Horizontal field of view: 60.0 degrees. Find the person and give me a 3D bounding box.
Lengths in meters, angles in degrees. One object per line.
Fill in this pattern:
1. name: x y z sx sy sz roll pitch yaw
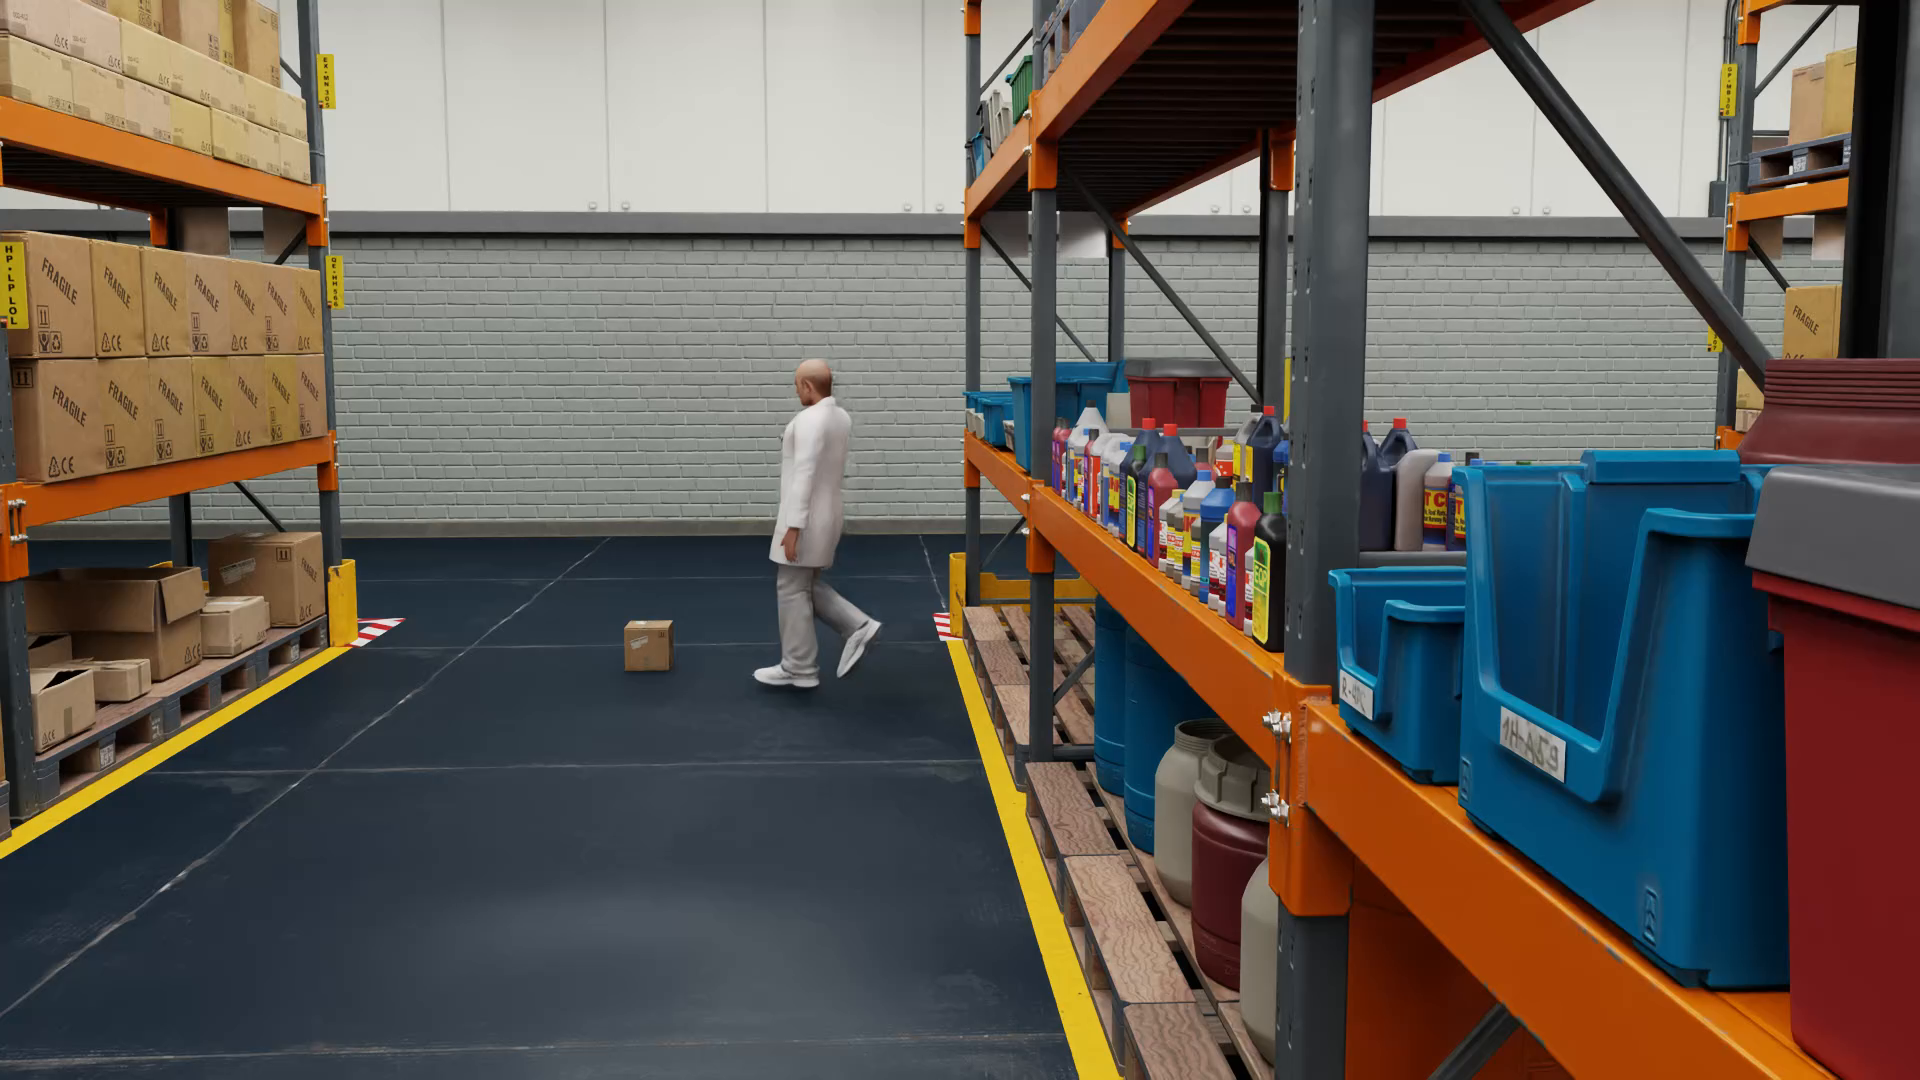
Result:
1. person: -0.769 -0.092 8.959 0.670 1.759 0.626 3 7 21
